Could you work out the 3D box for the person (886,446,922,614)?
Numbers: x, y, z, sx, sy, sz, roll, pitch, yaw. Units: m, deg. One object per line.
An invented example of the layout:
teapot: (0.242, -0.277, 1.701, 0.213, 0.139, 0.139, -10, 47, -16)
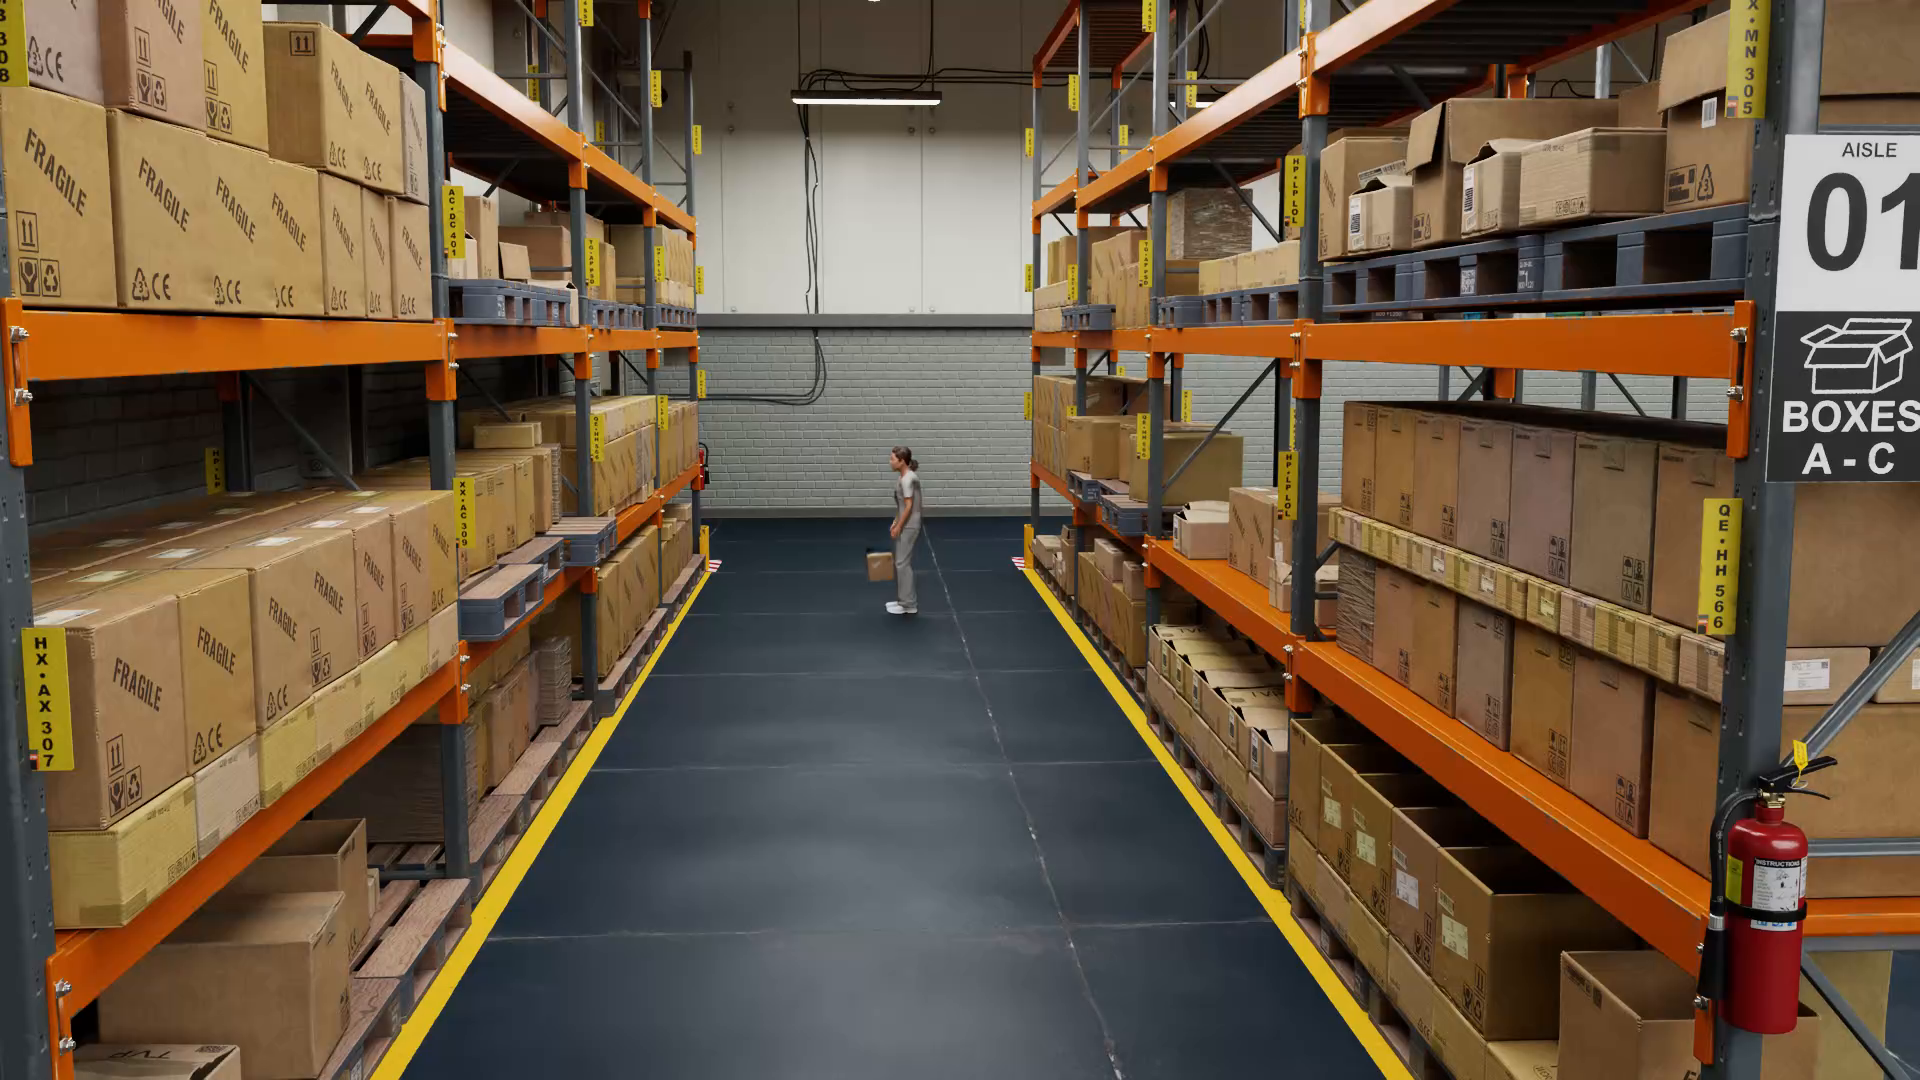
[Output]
person: (-0.562, -0.110, 16.647, 0.363, 1.675, 0.476, -1, 7, -5)
